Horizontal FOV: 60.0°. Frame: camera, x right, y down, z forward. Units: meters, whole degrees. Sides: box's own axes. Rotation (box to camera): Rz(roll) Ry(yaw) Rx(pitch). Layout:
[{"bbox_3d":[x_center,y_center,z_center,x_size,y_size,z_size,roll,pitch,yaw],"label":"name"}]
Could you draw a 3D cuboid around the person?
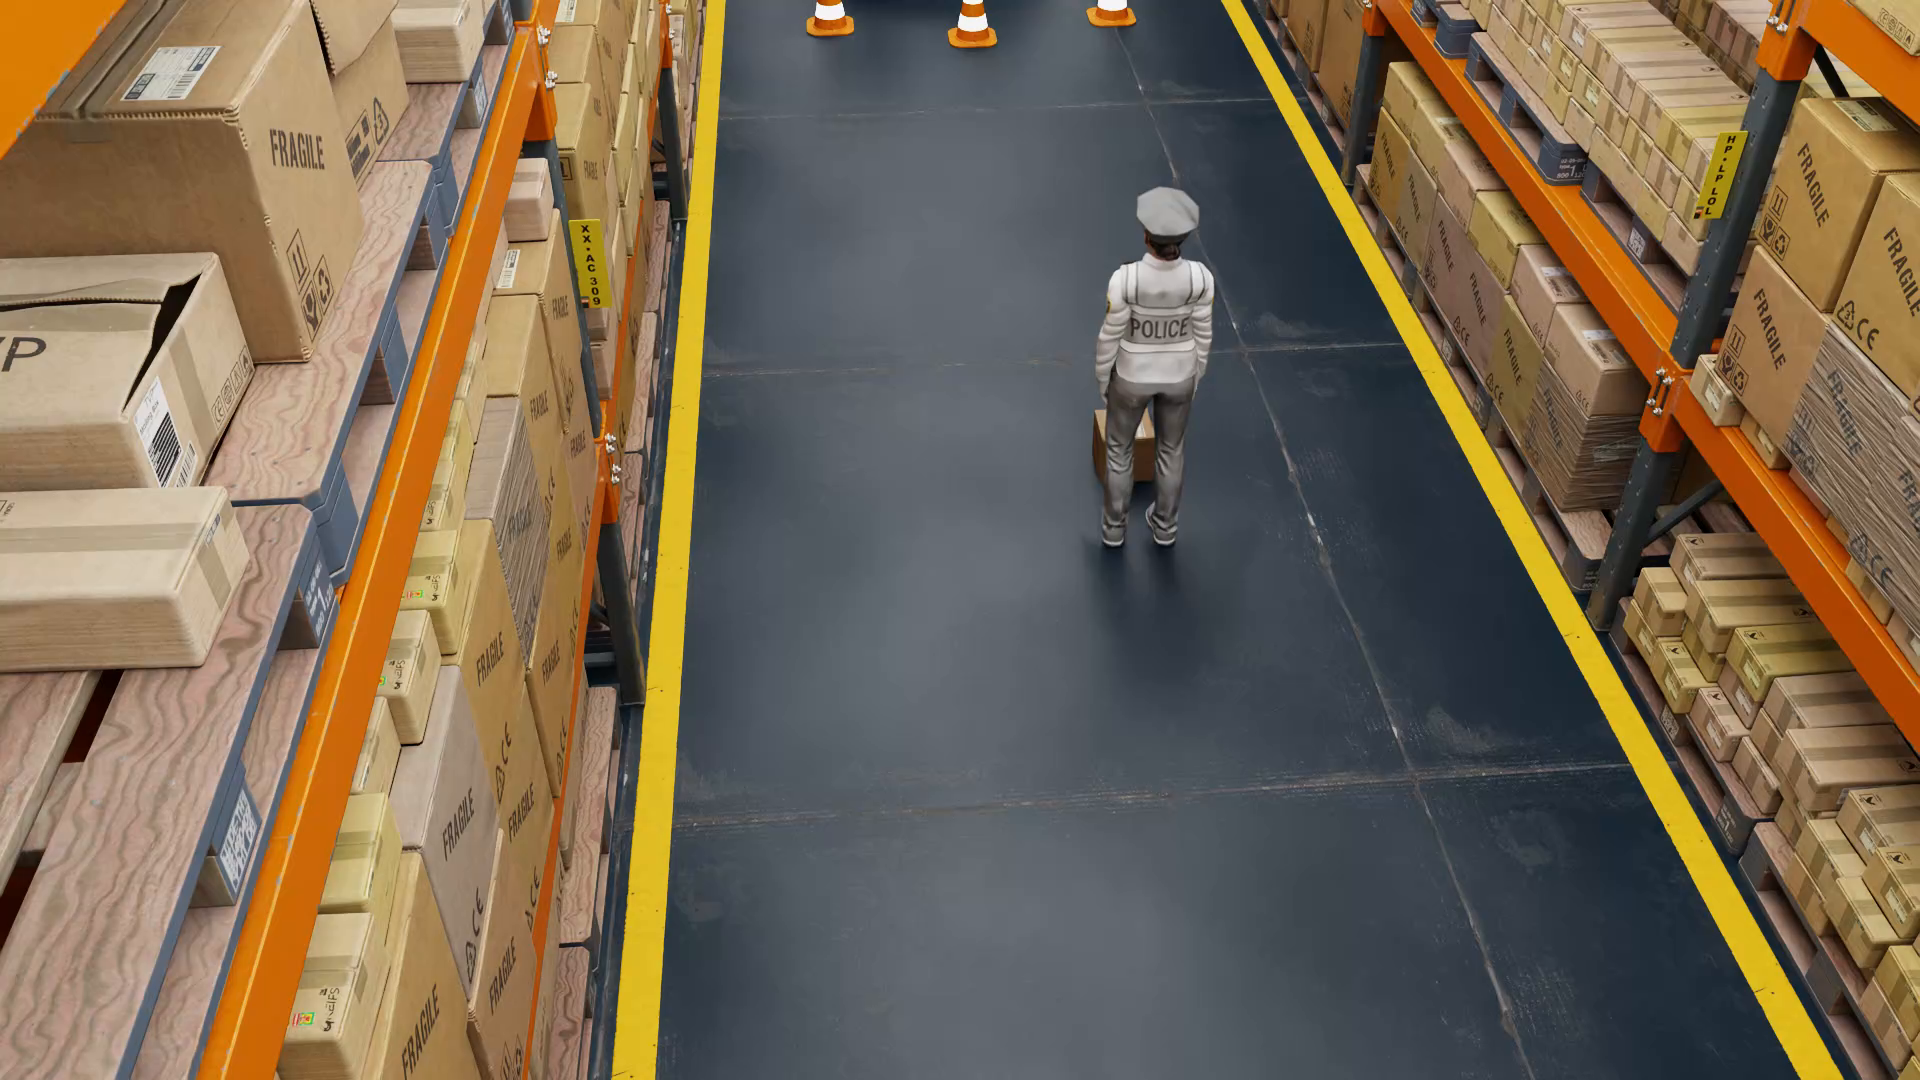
[{"bbox_3d":[0.798,-0.692,6.985,0.468,1.682,0.338,-3,39,-3],"label":"person"}]
